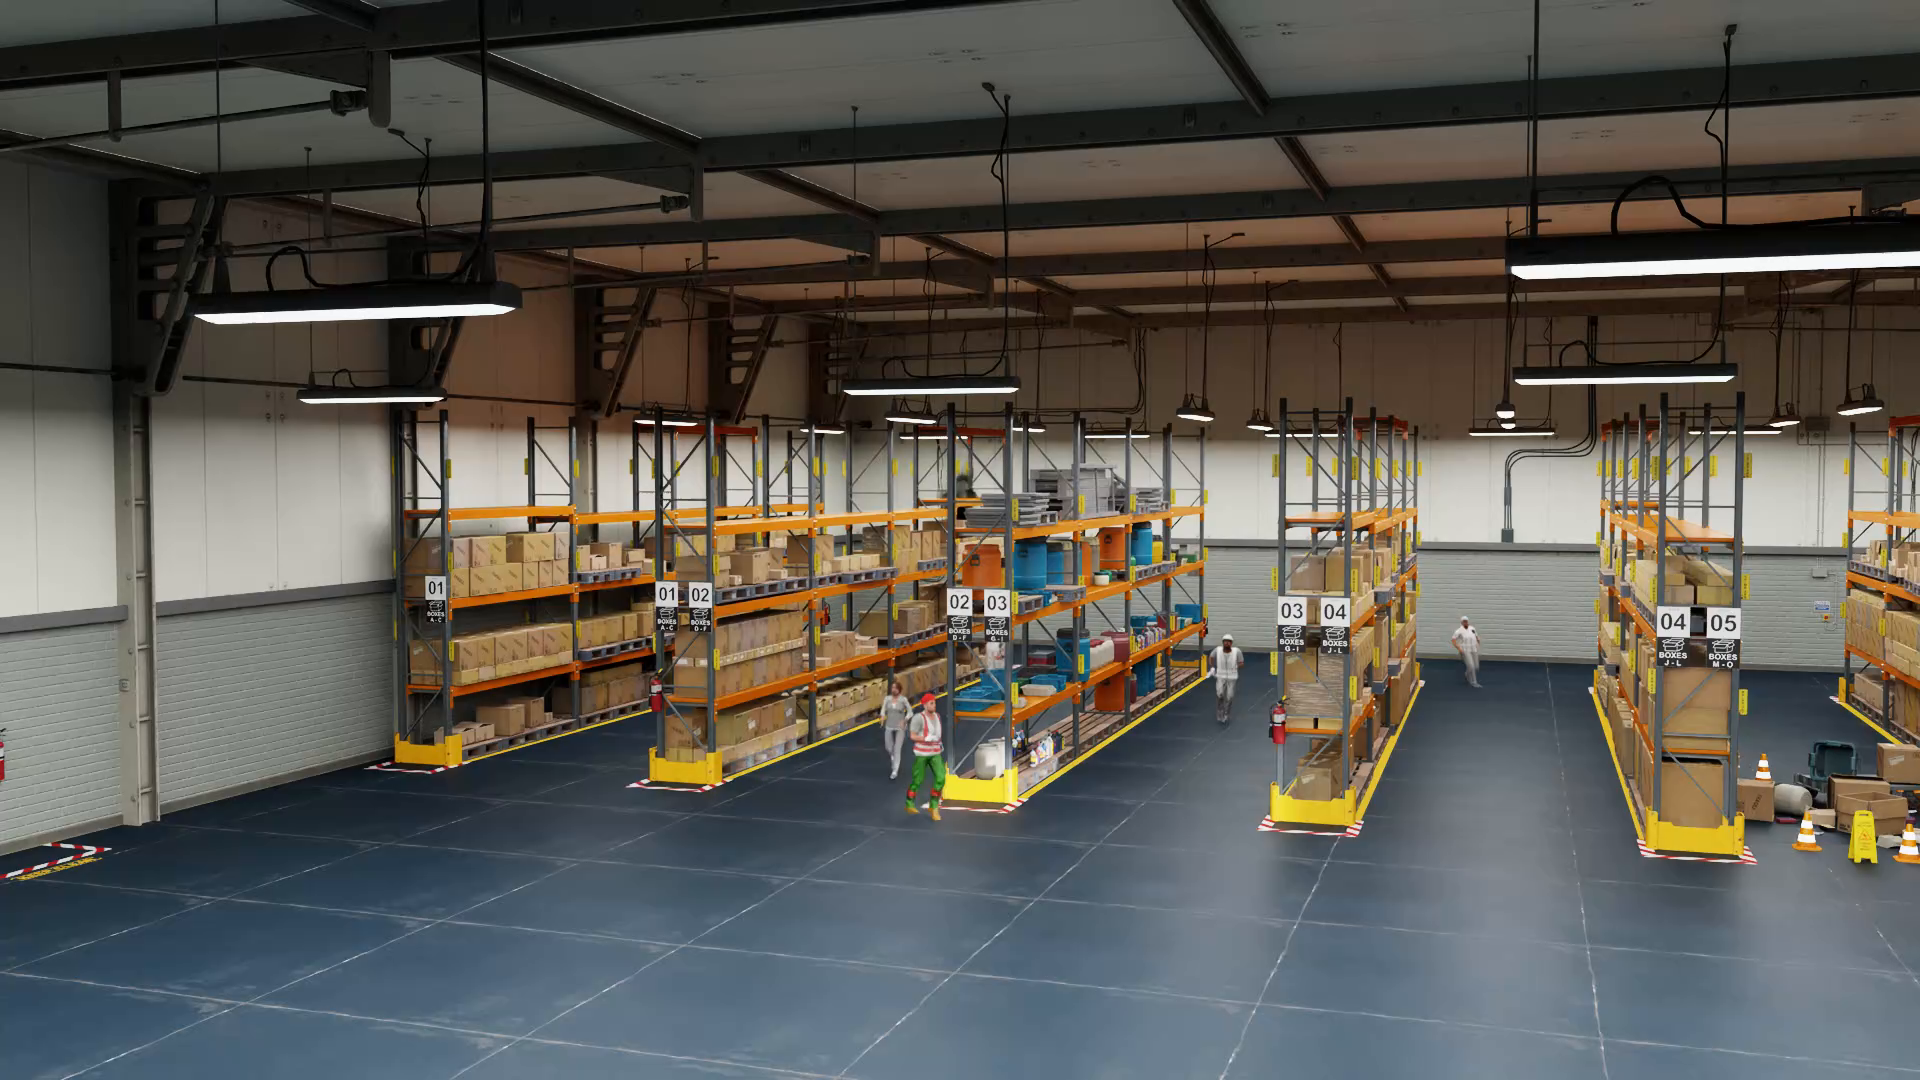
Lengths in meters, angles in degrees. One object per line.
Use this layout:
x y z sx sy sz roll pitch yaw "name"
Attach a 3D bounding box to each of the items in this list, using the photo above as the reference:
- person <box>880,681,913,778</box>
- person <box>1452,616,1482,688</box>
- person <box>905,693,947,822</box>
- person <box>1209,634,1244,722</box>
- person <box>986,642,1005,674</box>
-1.041 3.080 27.058 0.547 1.568 0.536 0 2 8 "person"
11.646 2.559 38.194 0.664 1.618 0.631 0 2 -10 "person"
-0.451 3.094 23.750 0.622 1.819 0.798 -1 3 -31 "person"
5.232 2.714 32.634 0.672 1.735 0.697 0 2 7 "person"
0.800 2.651 34.462 0.625 1.820 1.087 1 3 15 "person"
